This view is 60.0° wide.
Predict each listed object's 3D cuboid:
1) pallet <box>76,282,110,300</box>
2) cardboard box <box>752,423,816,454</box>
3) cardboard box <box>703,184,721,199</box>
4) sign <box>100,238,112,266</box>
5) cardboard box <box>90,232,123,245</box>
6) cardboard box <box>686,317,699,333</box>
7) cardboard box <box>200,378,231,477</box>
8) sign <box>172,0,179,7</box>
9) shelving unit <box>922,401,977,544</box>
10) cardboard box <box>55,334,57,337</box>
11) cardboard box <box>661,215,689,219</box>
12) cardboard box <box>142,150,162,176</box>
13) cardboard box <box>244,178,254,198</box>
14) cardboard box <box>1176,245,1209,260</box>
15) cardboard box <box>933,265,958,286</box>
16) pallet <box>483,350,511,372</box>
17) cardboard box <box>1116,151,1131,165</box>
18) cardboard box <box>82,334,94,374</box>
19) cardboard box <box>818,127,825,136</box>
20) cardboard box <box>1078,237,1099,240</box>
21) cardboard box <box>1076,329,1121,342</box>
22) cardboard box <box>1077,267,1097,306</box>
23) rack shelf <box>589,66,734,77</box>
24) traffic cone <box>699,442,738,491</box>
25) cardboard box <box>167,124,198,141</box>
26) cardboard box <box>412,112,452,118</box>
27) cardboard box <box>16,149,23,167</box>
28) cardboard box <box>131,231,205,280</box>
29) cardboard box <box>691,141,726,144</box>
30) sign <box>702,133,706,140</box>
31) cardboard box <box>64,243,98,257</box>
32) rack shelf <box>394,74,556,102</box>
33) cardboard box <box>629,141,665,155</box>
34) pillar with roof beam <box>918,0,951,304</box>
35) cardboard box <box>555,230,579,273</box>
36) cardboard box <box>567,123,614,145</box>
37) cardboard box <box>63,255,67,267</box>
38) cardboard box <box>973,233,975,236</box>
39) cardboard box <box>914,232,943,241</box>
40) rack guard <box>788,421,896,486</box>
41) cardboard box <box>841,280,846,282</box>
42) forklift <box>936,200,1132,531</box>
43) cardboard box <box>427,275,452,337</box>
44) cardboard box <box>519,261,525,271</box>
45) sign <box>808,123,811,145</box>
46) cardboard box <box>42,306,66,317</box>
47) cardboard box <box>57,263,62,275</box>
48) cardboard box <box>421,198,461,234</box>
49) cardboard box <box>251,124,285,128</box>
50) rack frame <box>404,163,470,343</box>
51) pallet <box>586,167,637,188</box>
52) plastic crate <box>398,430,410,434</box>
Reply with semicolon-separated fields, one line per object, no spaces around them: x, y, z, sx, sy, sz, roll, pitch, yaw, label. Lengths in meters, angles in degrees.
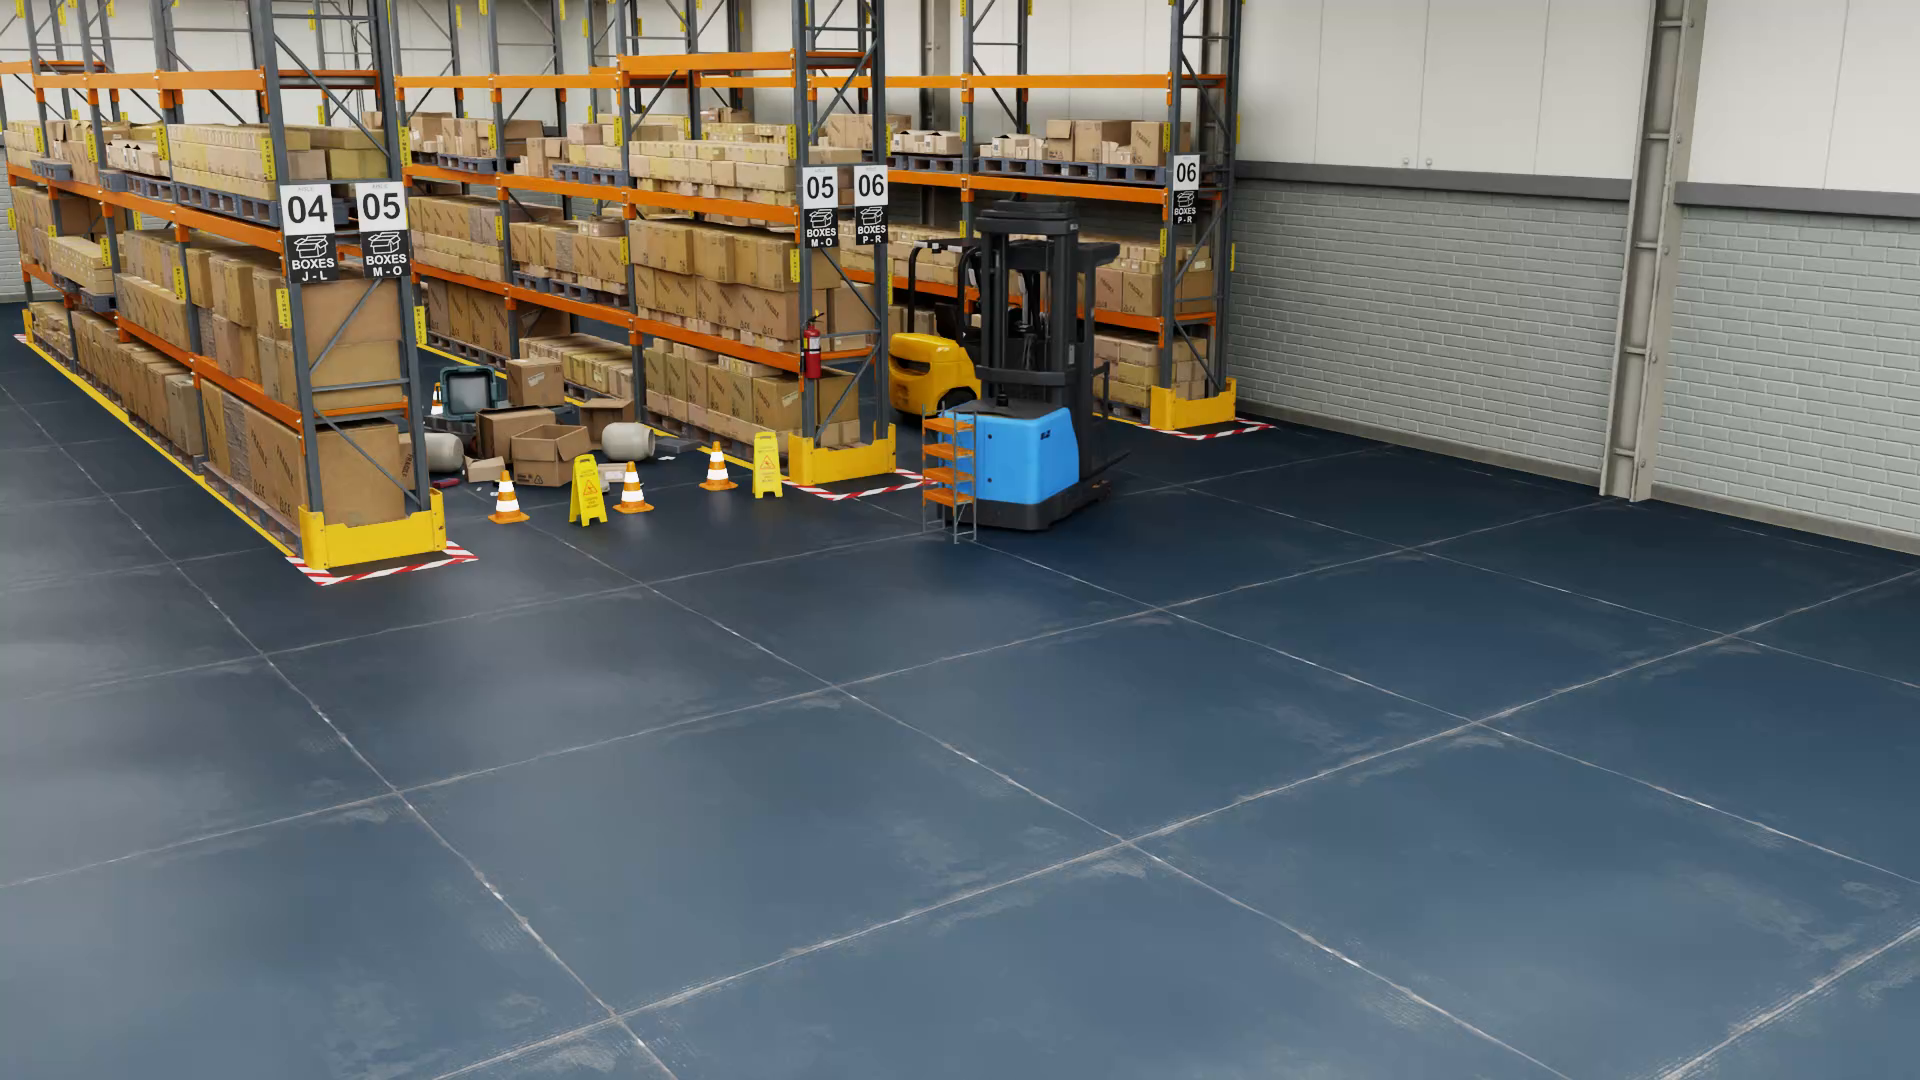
-11.032;-3.350;21.999;1.003;0.211;1.213;-11;19;-35;pallet
-1.893;-1.121;17.901;0.500;0.250;0.500;-11;19;-35;cardboard box
-2.562;-3.788;18.027;0.380;0.149;0.250;-11;19;-35;cardboard box
-10.268;-3.461;19.995;0.100;0.325;0.005;-11;19;-35;sign
-12.274;-4.217;24.050;0.500;0.500;0.500;-11;19;-36;cardboard box
-2.868;-2.450;18.820;0.380;0.149;0.250;-11;19;-34;cardboard box
-7.170;-1.205;17.026;0.875;0.875;0.875;-11;19;-34;cardboard box
-9.388;-6.534;19.834;0.100;0.325;0.005;-11;19;-35;sign
-0.097;-0.614;15.047;0.258;1.200;0.503;-11;19;-35;shelving unit
-13.400;-3.026;25.056;0.380;0.149;0.250;-10;18;-33;cardboard box
-5.033;-5.689;29.899;0.500;0.250;0.500;-11;19;-34;cardboard box
-8.387;-4.027;17.725;0.500;0.250;0.500;-11;19;-35;cardboard box
-5.900;-3.022;14.244;0.380;0.149;0.250;-11;19;-34;cardboard box
2.802;-3.489;20.160;0.380;0.149;0.250;-11;19;-36;cardboard box
-0.033;-3.728;23.300;0.500;0.250;0.500;-10;18;-33;cardboard box
-6.293;-2.652;24.364;1.003;0.211;1.213;-11;19;-35;pallet
2.094;-4.586;19.958;0.380;0.149;0.250;-12;19;-36;cardboard box
-11.654;-2.566;22.709;0.500;0.500;0.500;-10;18;-32;cardboard box
-2.319;-6.326;25.789;0.380;0.149;0.250;-10;18;-33;cardboard box
1.539;-3.754;21.130;0.380;0.149;0.250;-11;19;-34;cardboard box
1.694;-2.502;21.056;0.500;0.250;0.500;-11;19;-34;cardboard box
1.725;-3.214;20.946;0.500;0.500;0.500;-11;19;-36;cardboard box
-5.405;-8.414;30.141;1.077;0.370;4.000;-11;19;-35;rack shelf
-2.483;-0.776;17.036;0.336;0.463;0.334;-11;19;-35;traffic cone
-7.544;-4.003;16.318;0.380;0.149;0.250;-11;19;-34;cardboard box
-8.418;-6.575;26.559;0.500;0.500;0.500;-10;18;-34;cardboard box
-13.862;-5.753;25.015;0.500;0.250;0.500;-12;19;-36;cardboard box
-9.280;-3.352;19.557;0.700;0.500;0.500;-11;19;-35;cardboard box
-2.880;-4.526;19.213;0.380;0.149;0.250;-10;18;-33;cardboard box
-3.104;-4.744;20.067;0.100;0.325;0.005;-11;19;-35;sign
-11.566;-3.818;21.896;0.380;0.149;0.250;-10;18;-32;cardboard box
-7.066;-6.597;24.255;1.077;0.370;4.000;-11;19;-35;rack shelf
-3.617;-4.555;19.319;0.380;0.149;0.250;-11;19;-36;cardboard box
-3.864;-6.675;22.417;9.100;9.000;0.400;-11;19;-35;pillar with roof beam
-4.895;-3.748;21.541;0.500;0.500;0.500;-12;19;-37;cardboard box
-4.600;-5.099;20.884;0.500;0.250;0.500;-10;18;-34;cardboard box
-11.707;-3.727;22.129;0.380;0.149;0.250;-10;18;-32;cardboard box
0.326;-4.269;23.572;0.380;0.149;0.250;-12;19;-36;cardboard box
-0.436;-4.282;23.619;0.380;0.149;0.250;-12;19;-36;cardboard box
-1.231;-0.919;17.486;1.175;0.500;0.348;-11;19;-35;rack guard
-1.548;-2.554;17.974;0.500;0.500;0.500;-10;18;-33;cardboard box
0.877;-1.842;16.256;1.130;2.935;3.031;7;17;25;forklift
-7.813;-3.728;26.246;0.875;0.875;0.875;-10;18;-33;cardboard box
-5.850;-3.800;22.957;0.380;0.149;0.250;-12;19;-38;cardboard box
-2.318;-6.200;25.386;0.100;0.325;0.005;-11;19;-35;sign
-13.989;-3.531;25.772;0.380;0.149;0.250;-12;19;-37;cardboard box
-12.016;-3.694;22.572;0.380;0.149;0.250;-11;19;-34;cardboard box
-7.894;-4.958;25.426;0.500;0.500;0.500;-11;19;-35;cardboard box
-6.714;-3.997;16.297;0.380;0.149;0.250;-11;19;-35;cardboard box
-8.242;-4.671;26.459;1.000;3.000;0.127;-11;19;-35;rack frame
-3.815;-4.467;20.389;1.213;0.211;1.003;-11;19;-35;pallet
-6.321;-1.010;18.303;0.450;0.188;0.662;-11;16;-3;plastic crate
